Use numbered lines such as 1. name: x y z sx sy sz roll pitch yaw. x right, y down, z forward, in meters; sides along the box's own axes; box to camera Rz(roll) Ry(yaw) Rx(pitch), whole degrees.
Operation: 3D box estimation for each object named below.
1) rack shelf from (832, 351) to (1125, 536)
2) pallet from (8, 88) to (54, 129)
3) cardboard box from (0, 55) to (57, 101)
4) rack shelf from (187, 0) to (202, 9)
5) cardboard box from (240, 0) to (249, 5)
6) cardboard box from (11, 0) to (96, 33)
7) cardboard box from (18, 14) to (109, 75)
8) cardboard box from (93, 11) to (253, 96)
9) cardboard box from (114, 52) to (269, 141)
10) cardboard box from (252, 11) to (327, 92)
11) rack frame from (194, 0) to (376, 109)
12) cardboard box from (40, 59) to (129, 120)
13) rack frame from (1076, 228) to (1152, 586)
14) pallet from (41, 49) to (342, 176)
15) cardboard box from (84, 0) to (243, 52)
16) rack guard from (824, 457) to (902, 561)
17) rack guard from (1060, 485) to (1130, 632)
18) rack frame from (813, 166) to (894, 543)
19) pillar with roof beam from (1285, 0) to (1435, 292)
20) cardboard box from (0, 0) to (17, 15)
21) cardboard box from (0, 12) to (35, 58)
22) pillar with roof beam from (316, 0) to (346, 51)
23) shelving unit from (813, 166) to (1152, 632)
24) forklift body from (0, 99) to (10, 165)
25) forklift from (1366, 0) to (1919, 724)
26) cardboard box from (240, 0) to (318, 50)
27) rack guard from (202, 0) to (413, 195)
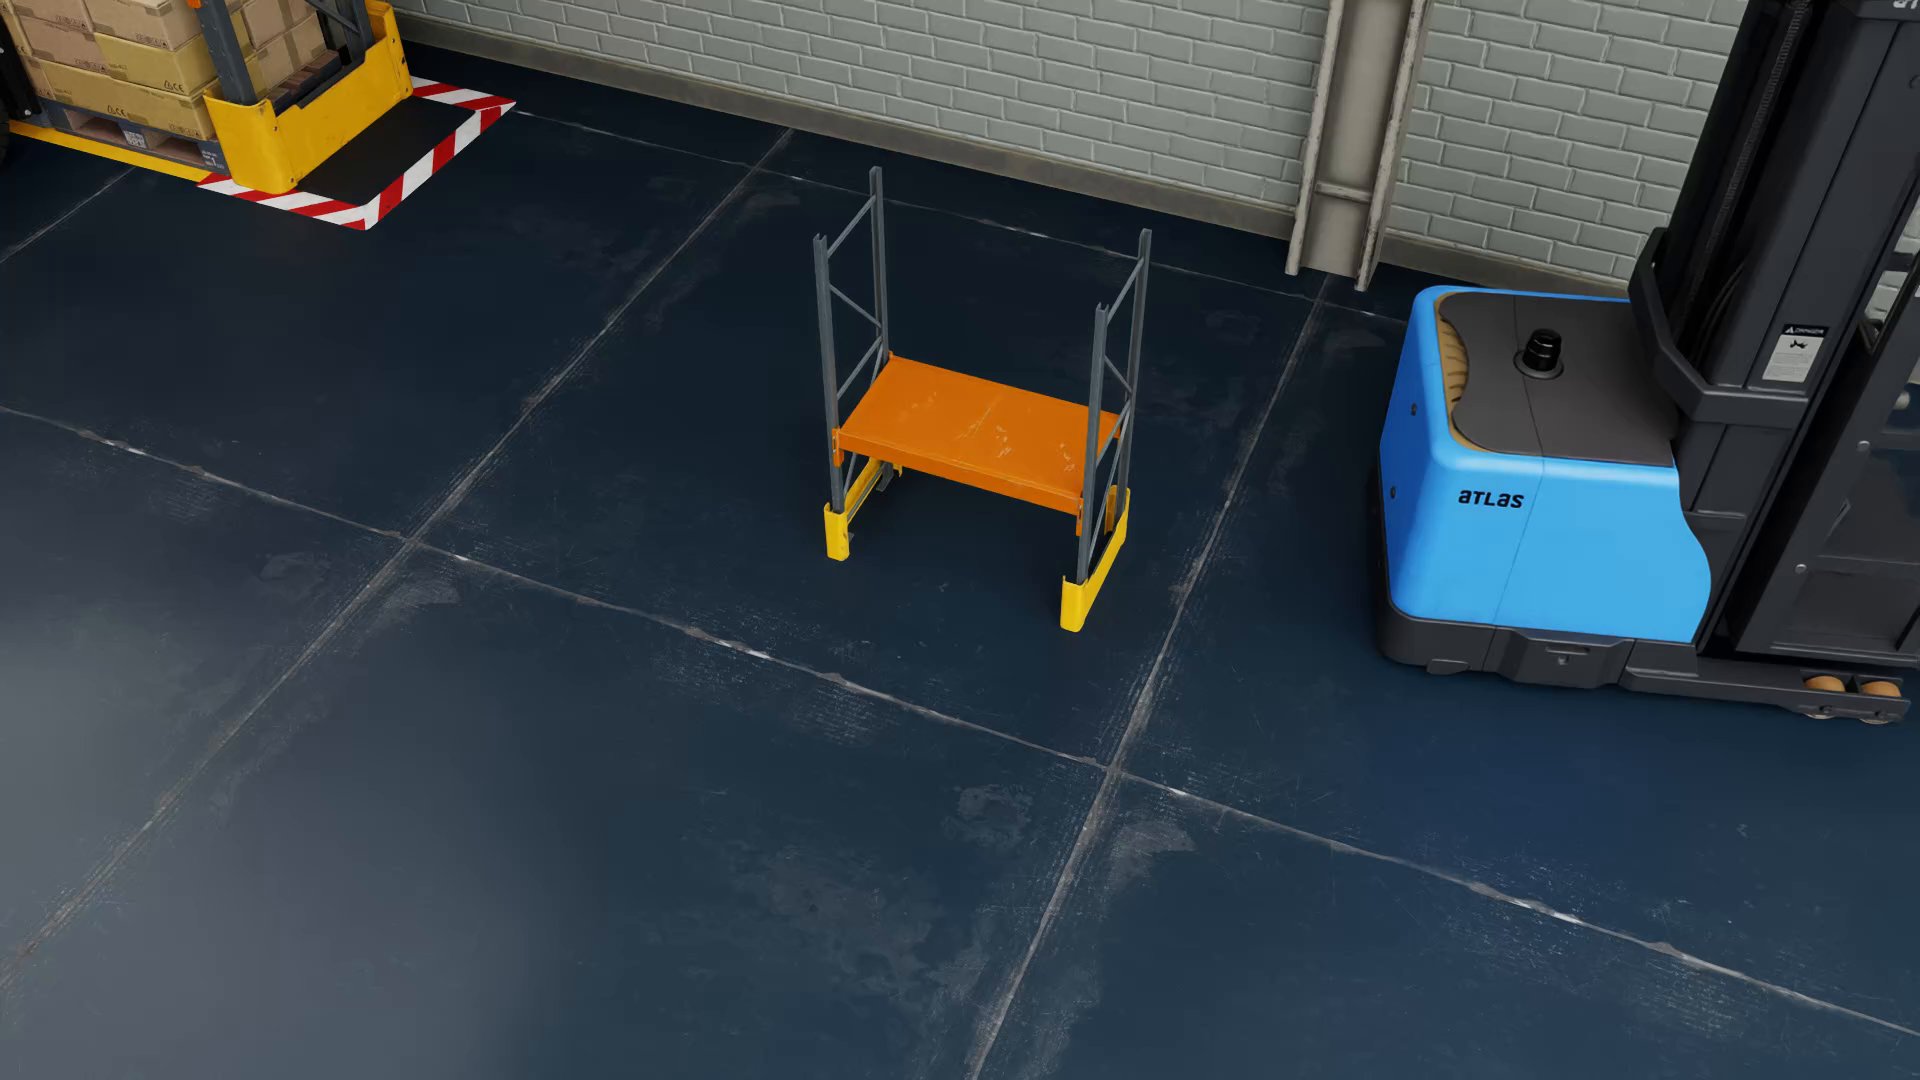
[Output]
1. rack shelf: 0.079 -0.381 6.325 1.000 0.185 0.538 16 47 16
2. pallet: -5.273 -2.779 9.394 1.213 0.211 1.003 16 47 16
3. cardboard box: -4.898 -2.634 8.923 0.500 0.250 0.500 17 47 16
4. rack shelf: -5.275 -3.543 8.695 4.000 0.370 1.077 16 47 16
5. cardboard box: -3.800 -3.038 8.619 0.500 0.250 0.500 16 47 15
6. cardboard box: -4.448 -2.841 8.421 0.500 0.250 0.500 17 47 17
7. cardboard box: -4.458 -2.678 8.613 0.500 0.250 0.500 16 47 15
8. cardboard box: -3.999 -2.535 8.469 0.500 0.250 0.500 16 47 15
9. cardboard box: -3.985 -2.351 8.638 0.500 0.250 0.500 17 47 16
10. cardboard box: -3.807 -2.690 8.979 0.500 0.250 0.500 17 47 16
11. rack frame: -3.429 -3.255 7.895 0.127 3.000 1.000 16 47 16
12. cardboard box: -4.440 -2.492 8.780 0.500 0.250 0.500 16 47 16
13. rack frame: 0.548 -0.370 6.059 0.032 1.500 0.500 16 47 16
14. pallet: -4.151 -2.447 9.060 1.213 0.211 1.003 16 47 16
15. cardboard box: -3.974 -2.706 8.286 0.500 0.250 0.500 18 48 17
16. rack guard: -0.389 -0.203 6.777 0.087 0.250 0.587 16 47 16
17. rack guard: 0.530 0.067 6.505 0.087 0.250 0.587 16 47 16
18. rack frame: -0.390 -0.647 6.336 0.032 1.500 0.500 16 47 16
19. pillar with roof beam: 0.155 -1.726 2.105 0.400 9.000 9.100 16 47 16
20. cardboard box: -4.917 -2.971 8.552 0.500 0.250 0.500 17 47 16
21. cardboard box: -4.942 -2.805 8.740 0.500 0.250 0.500 15 47 15
22. pillar with roof beam: -5.382 -3.355 3.742 0.400 9.000 9.100 16 47 16
23. shelving unit: 0.070 -0.511 6.200 1.083 1.500 0.587 16 47 16
24. forklift body: -5.882 -2.282 7.518 1.214 2.155 2.313 16 47 16
25. forklift: 3.124 -0.768 5.444 3.031 2.935 1.130 5 45 5
26. cardboard box: -3.783 -2.869 8.805 0.500 0.250 0.500 17 47 17
27. rack guard: -3.407 -2.363 8.770 0.348 0.500 1.175 16 47 16
